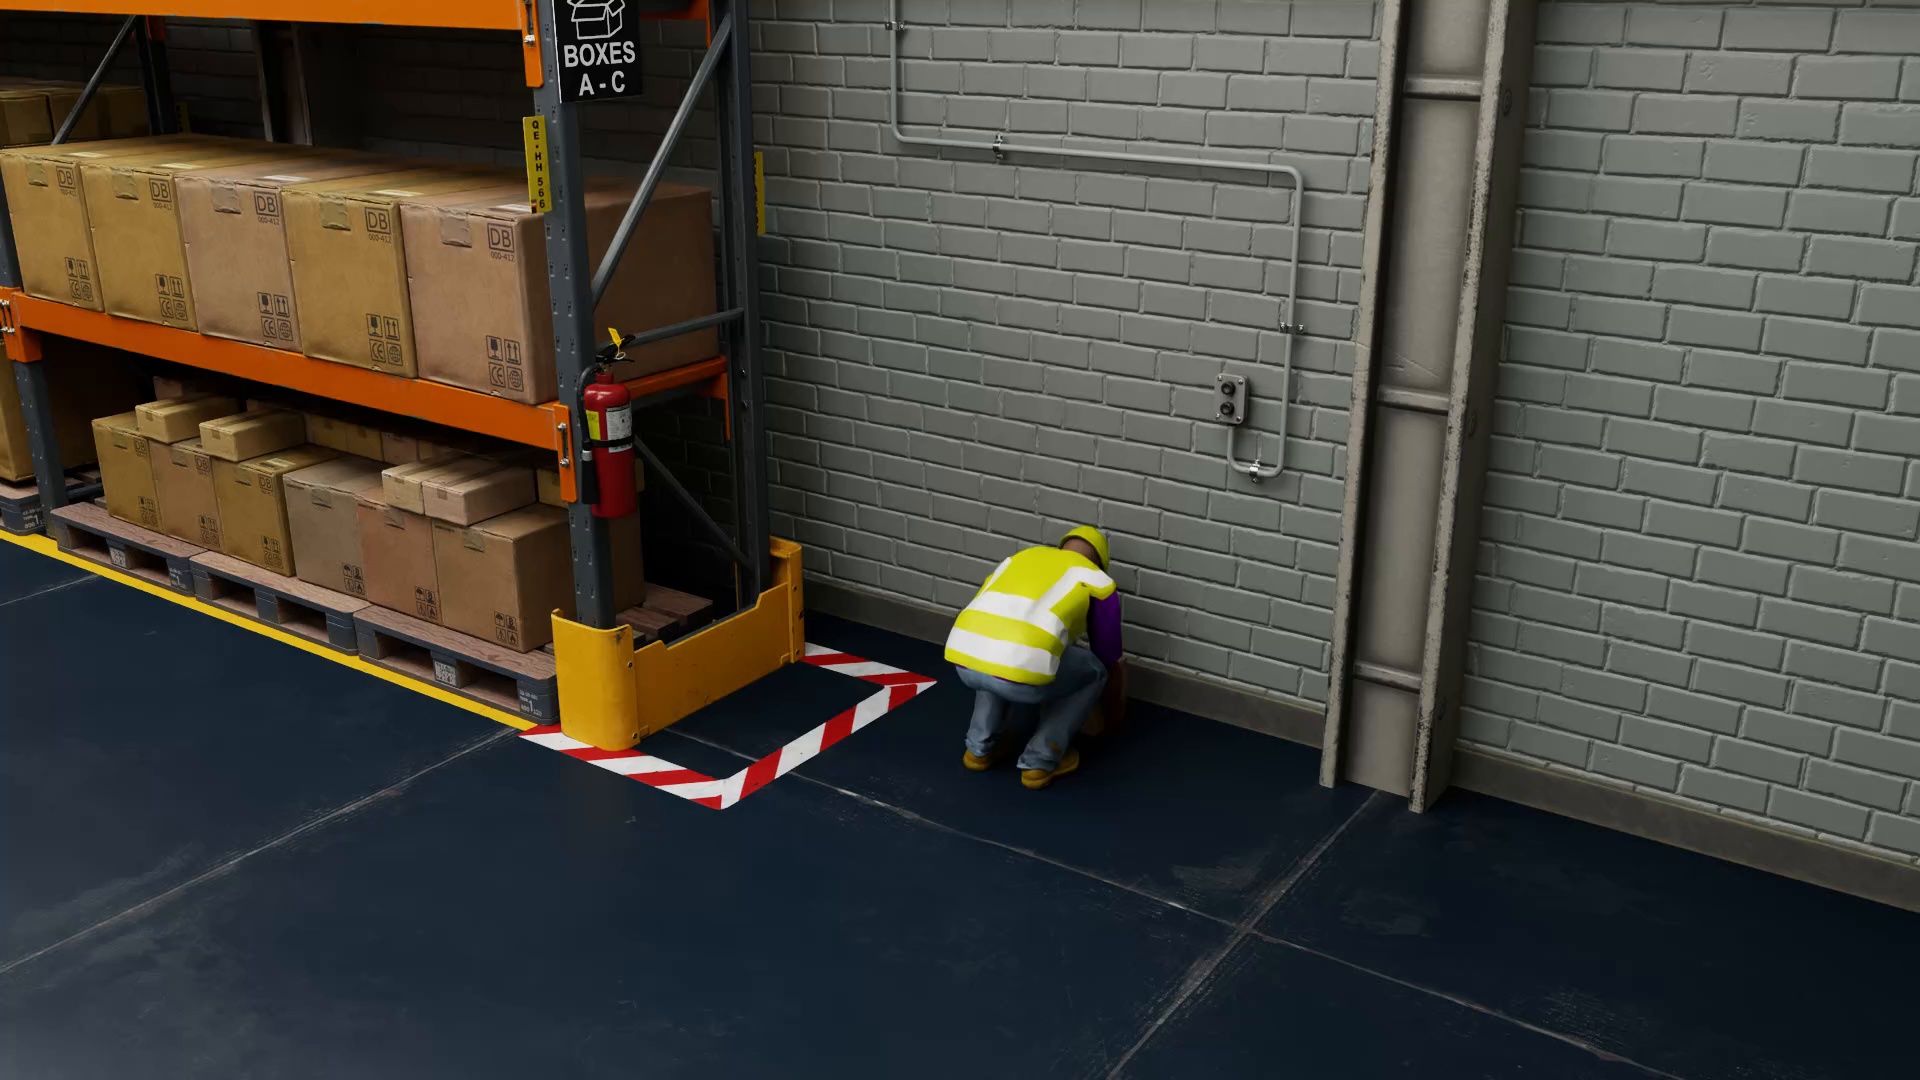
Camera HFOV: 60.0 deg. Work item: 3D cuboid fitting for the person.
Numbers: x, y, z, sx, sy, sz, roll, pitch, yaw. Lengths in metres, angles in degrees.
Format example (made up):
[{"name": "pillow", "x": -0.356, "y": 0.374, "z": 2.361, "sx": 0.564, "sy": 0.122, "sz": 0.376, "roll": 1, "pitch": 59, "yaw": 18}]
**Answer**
[{"name": "person", "x": 0.300, "y": 0.437, "z": 6.298, "sx": 0.526, "sy": 0.805, "sz": 0.964, "roll": 12, "pitch": 23, "yaw": 31}]
